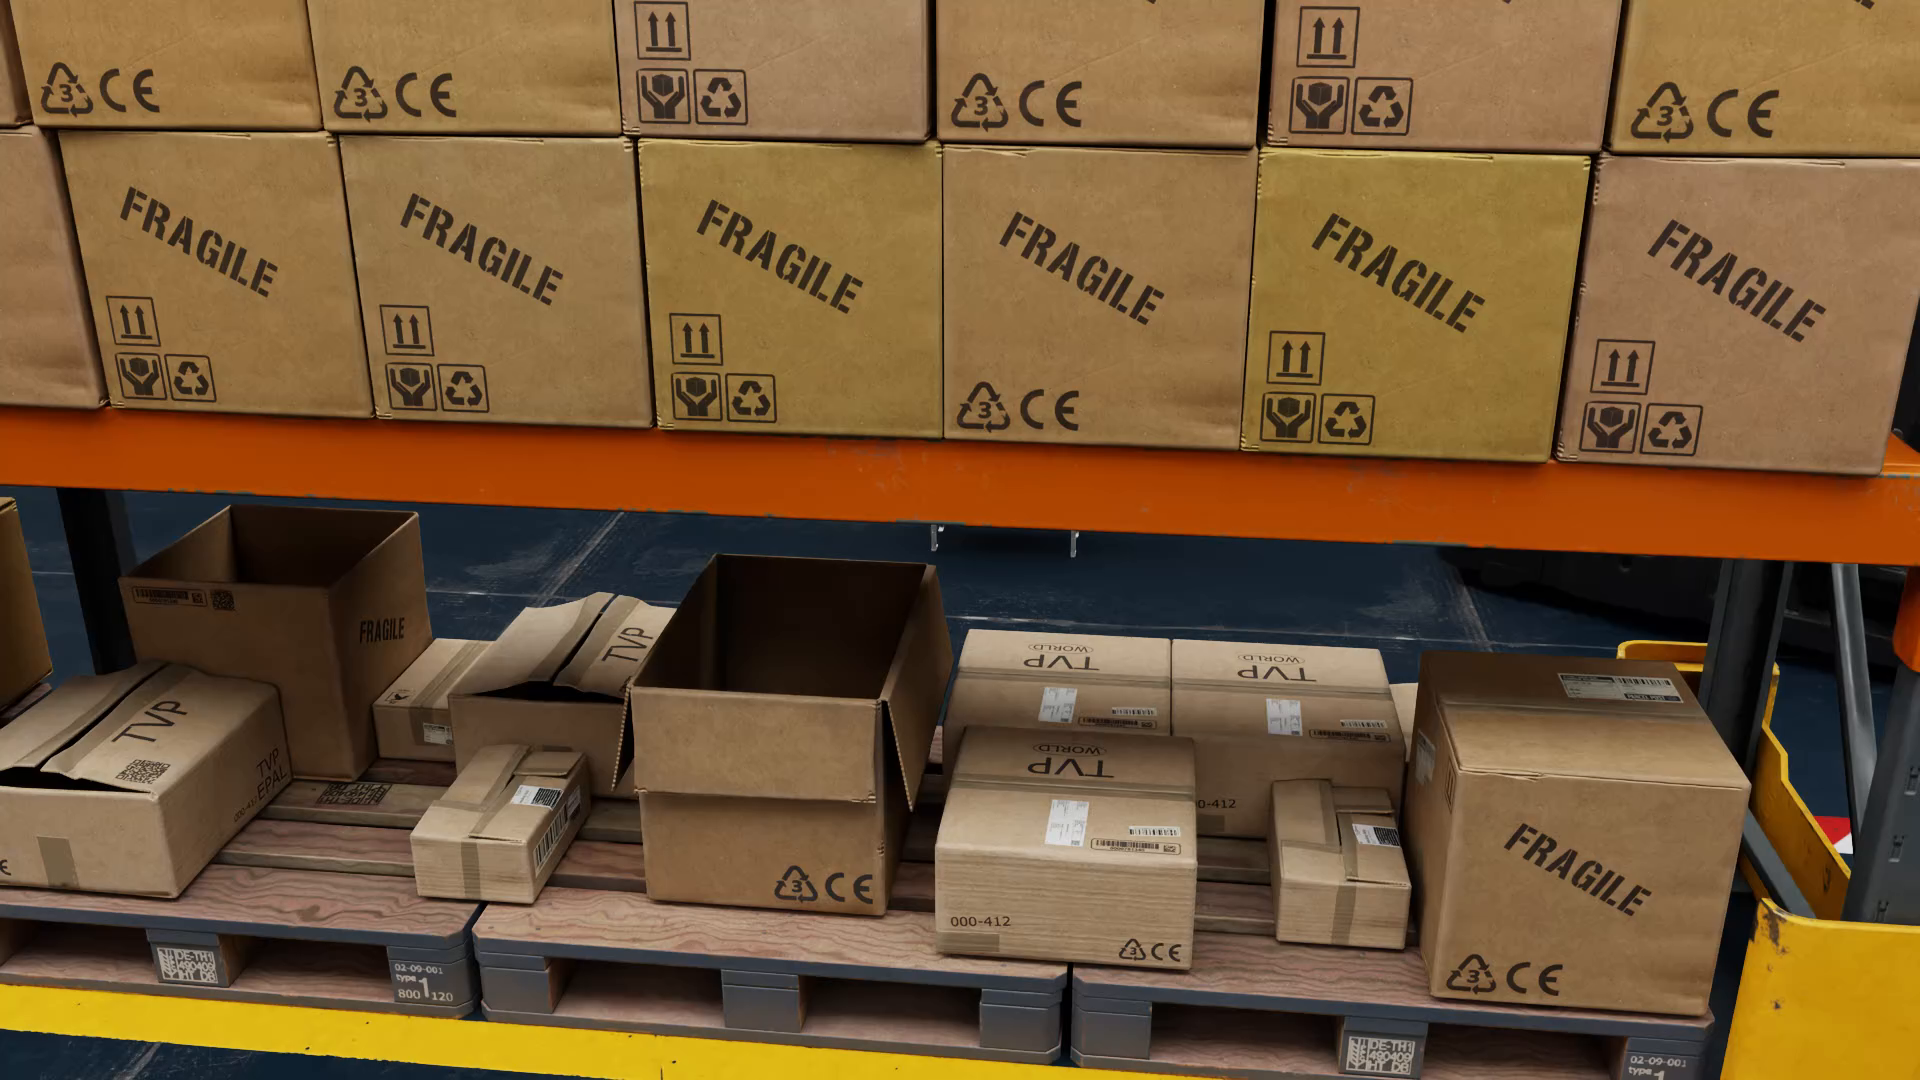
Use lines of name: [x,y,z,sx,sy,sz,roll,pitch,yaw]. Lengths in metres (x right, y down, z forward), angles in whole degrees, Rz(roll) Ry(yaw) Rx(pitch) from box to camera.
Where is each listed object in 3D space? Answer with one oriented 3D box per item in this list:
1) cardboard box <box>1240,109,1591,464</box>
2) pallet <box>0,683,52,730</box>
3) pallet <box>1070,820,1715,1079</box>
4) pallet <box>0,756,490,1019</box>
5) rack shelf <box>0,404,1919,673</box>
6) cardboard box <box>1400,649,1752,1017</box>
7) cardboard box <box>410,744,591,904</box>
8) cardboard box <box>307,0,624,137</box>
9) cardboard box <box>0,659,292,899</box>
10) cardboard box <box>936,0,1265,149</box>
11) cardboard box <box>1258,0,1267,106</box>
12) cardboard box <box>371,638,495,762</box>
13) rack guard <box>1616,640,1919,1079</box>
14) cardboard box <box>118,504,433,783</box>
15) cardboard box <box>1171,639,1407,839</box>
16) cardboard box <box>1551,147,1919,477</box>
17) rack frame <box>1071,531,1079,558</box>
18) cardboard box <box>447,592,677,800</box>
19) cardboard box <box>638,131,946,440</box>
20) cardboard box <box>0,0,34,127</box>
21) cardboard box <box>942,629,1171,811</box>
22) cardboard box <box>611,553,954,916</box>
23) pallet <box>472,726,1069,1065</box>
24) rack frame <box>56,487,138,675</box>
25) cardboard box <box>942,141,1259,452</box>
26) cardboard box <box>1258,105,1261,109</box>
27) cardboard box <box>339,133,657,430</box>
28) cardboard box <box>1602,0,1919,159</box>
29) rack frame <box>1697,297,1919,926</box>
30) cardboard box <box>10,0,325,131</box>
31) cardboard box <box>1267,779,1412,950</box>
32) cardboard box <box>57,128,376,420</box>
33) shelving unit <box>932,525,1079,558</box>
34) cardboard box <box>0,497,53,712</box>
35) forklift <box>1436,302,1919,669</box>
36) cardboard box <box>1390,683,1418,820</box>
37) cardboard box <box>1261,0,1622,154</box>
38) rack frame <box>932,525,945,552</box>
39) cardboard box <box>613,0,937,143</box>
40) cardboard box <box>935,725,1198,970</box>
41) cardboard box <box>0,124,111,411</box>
cardboard box: [0.745,-0.456,2.878,0.500,0.500,0.500,3,22,7]
pallet: [-3.047,0.634,4.050,1.213,0.211,1.003,2,22,6]
pallet: [0.870,0.791,3.652,1.213,0.211,1.003,2,22,6]
pallet: [-1.553,0.685,3.919,1.213,0.211,1.003,2,22,6]
rack shelf: [-0.249,-0.220,3.396,4.000,0.370,1.077,2,22,6]
cardboard box: [1.169,0.556,3.256,0.500,0.500,0.500,2,22,6]
cardboard box: [-0.983,0.602,3.592,0.250,0.166,0.380,2,22,6]
cardboard box: [-0.777,-0.985,2.856,0.500,0.500,0.500,2,22,5]
cardboard box: [-1.843,0.501,3.650,0.500,0.311,0.500,2,22,6]
cardboard box: [0.246,-0.941,2.744,0.500,0.500,0.500,3,22,8]
cardboard box: [0.808,-1.115,3.185,0.500,0.500,0.500,3,22,7]
cardboard box: [-1.256,0.395,4.140,0.250,0.149,0.380,2,22,6]
rack guard: [1.662,0.691,3.513,0.348,0.500,1.175,2,22,6]
cardboard box: [-1.635,0.237,4.061,0.500,0.500,0.500,2,22,6]
cardboard box: [0.734,0.457,3.846,0.500,0.250,0.500,2,22,6]
cardboard box: [1.261,-0.435,2.824,0.500,0.500,0.500,3,22,8]
rack frame: [0.407,-0.540,5.674,0.015,1.200,0.240,2,22,6]
cardboard box: [-0.891,0.358,4.014,0.500,0.311,0.500,2,22,6]
cardboard box: [-0.250,-0.502,2.993,0.500,0.500,0.500,2,22,6]
cardboard box: [-1.800,-1.030,2.969,0.500,0.500,0.500,3,22,8]
cardboard box: [0.238,0.435,3.901,0.500,0.250,0.500,2,22,6]
cardboard box: [-0.368,0.394,3.660,0.637,0.503,0.797,2,22,6]
pallet: [-0.338,0.737,3.788,1.213,0.211,1.003,2,22,6]
rack frame: [-2.235,-0.642,3.483,0.127,3.000,1.000,2,22,6]
cardboard box: [0.250,-0.480,2.937,0.500,0.500,0.500,3,22,7]
cardboard box: [0.815,-0.651,3.370,0.500,0.500,0.500,2,22,6]
cardboard box: [-0.755,-0.523,3.047,0.500,0.500,0.500,2,22,6]
cardboard box: [1.263,-0.899,2.637,0.500,0.500,0.500,2,22,6]
rack frame: [1.738,-0.468,3.045,0.127,3.000,1.000,2,22,6]
cardboard box: [-1.287,-1.008,2.913,0.500,0.500,0.500,2,22,5]
cardboard box: [0.777,0.661,3.444,0.250,0.166,0.380,2,22,6]
cardboard box: [-1.252,-0.546,3.104,0.500,0.500,0.500,3,22,7]
shelving unit: [0.164,-0.551,5.701,0.503,1.200,0.258,2,22,6]
cardboard box: [-2.686,0.206,4.139,0.500,0.500,0.500,2,22,4]
forklift: [3.107,-1.069,4.657,3.031,2.935,1.130,15,26,32]
cardboard box: [1.114,0.490,3.876,0.250,0.166,0.380,2,22,6]
cardboard box: [0.761,-0.920,2.692,0.500,0.500,0.500,3,22,8]
rack frame: [-0.078,-0.561,5.728,0.015,1.200,0.240,2,22,6]
cardboard box: [-0.264,-0.963,2.801,0.500,0.500,0.500,3,22,8]
cardboard box: [0.229,0.620,3.433,0.500,0.250,0.500,2,22,6]
cardboard box: [-1.761,-0.567,3.157,0.500,0.500,0.500,3,22,8]
